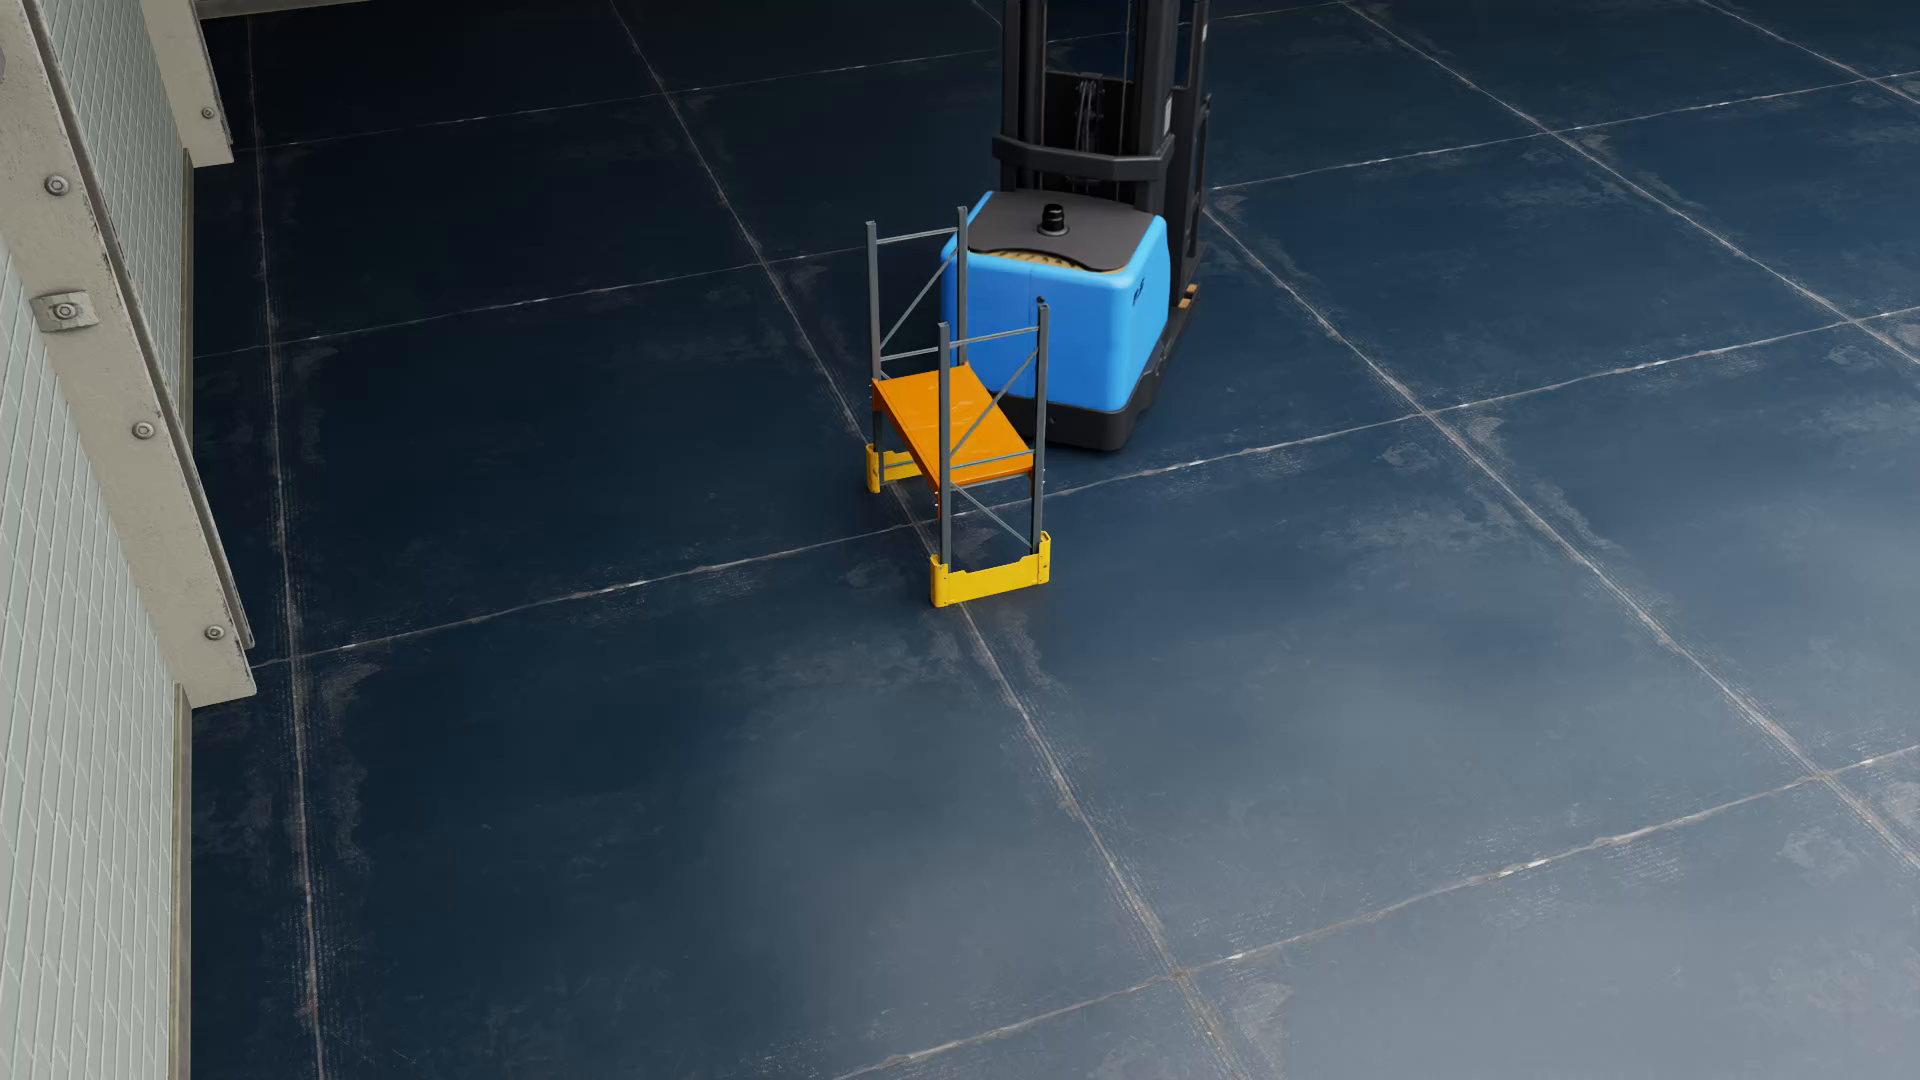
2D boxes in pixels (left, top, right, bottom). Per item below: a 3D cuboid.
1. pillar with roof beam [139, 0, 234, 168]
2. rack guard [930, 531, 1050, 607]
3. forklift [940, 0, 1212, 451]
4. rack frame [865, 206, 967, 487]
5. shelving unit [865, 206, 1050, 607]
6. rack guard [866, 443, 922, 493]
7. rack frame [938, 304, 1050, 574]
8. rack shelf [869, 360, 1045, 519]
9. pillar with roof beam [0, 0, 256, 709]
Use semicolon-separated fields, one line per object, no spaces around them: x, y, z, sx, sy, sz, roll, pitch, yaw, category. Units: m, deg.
-1.367;-7.269;10.481;9.100;9.000;0.400;-12;39;-16;pillar with roof beam
0.145;0.138;7.919;0.587;0.250;0.087;-12;39;-16;rack guard
0.842;-2.532;9.236;1.130;2.935;3.031;12;39;15;forklift
-0.204;-0.934;8.304;0.500;1.500;0.032;-12;39;-16;rack frame
-0.026;-0.642;7.916;0.587;1.500;1.083;-12;39;-16;shelving unit
-0.198;-0.424;8.666;0.587;0.250;0.087;-12;39;-16;rack guard
0.146;-0.360;7.542;0.500;1.500;0.032;-12;39;-16;rack frame
-0.029;-0.504;8.031;0.538;0.185;1.000;-12;39;-16;rack shelf
0.698;-3.880;5.981;9.100;9.000;0.400;-12;39;-16;pillar with roof beam
